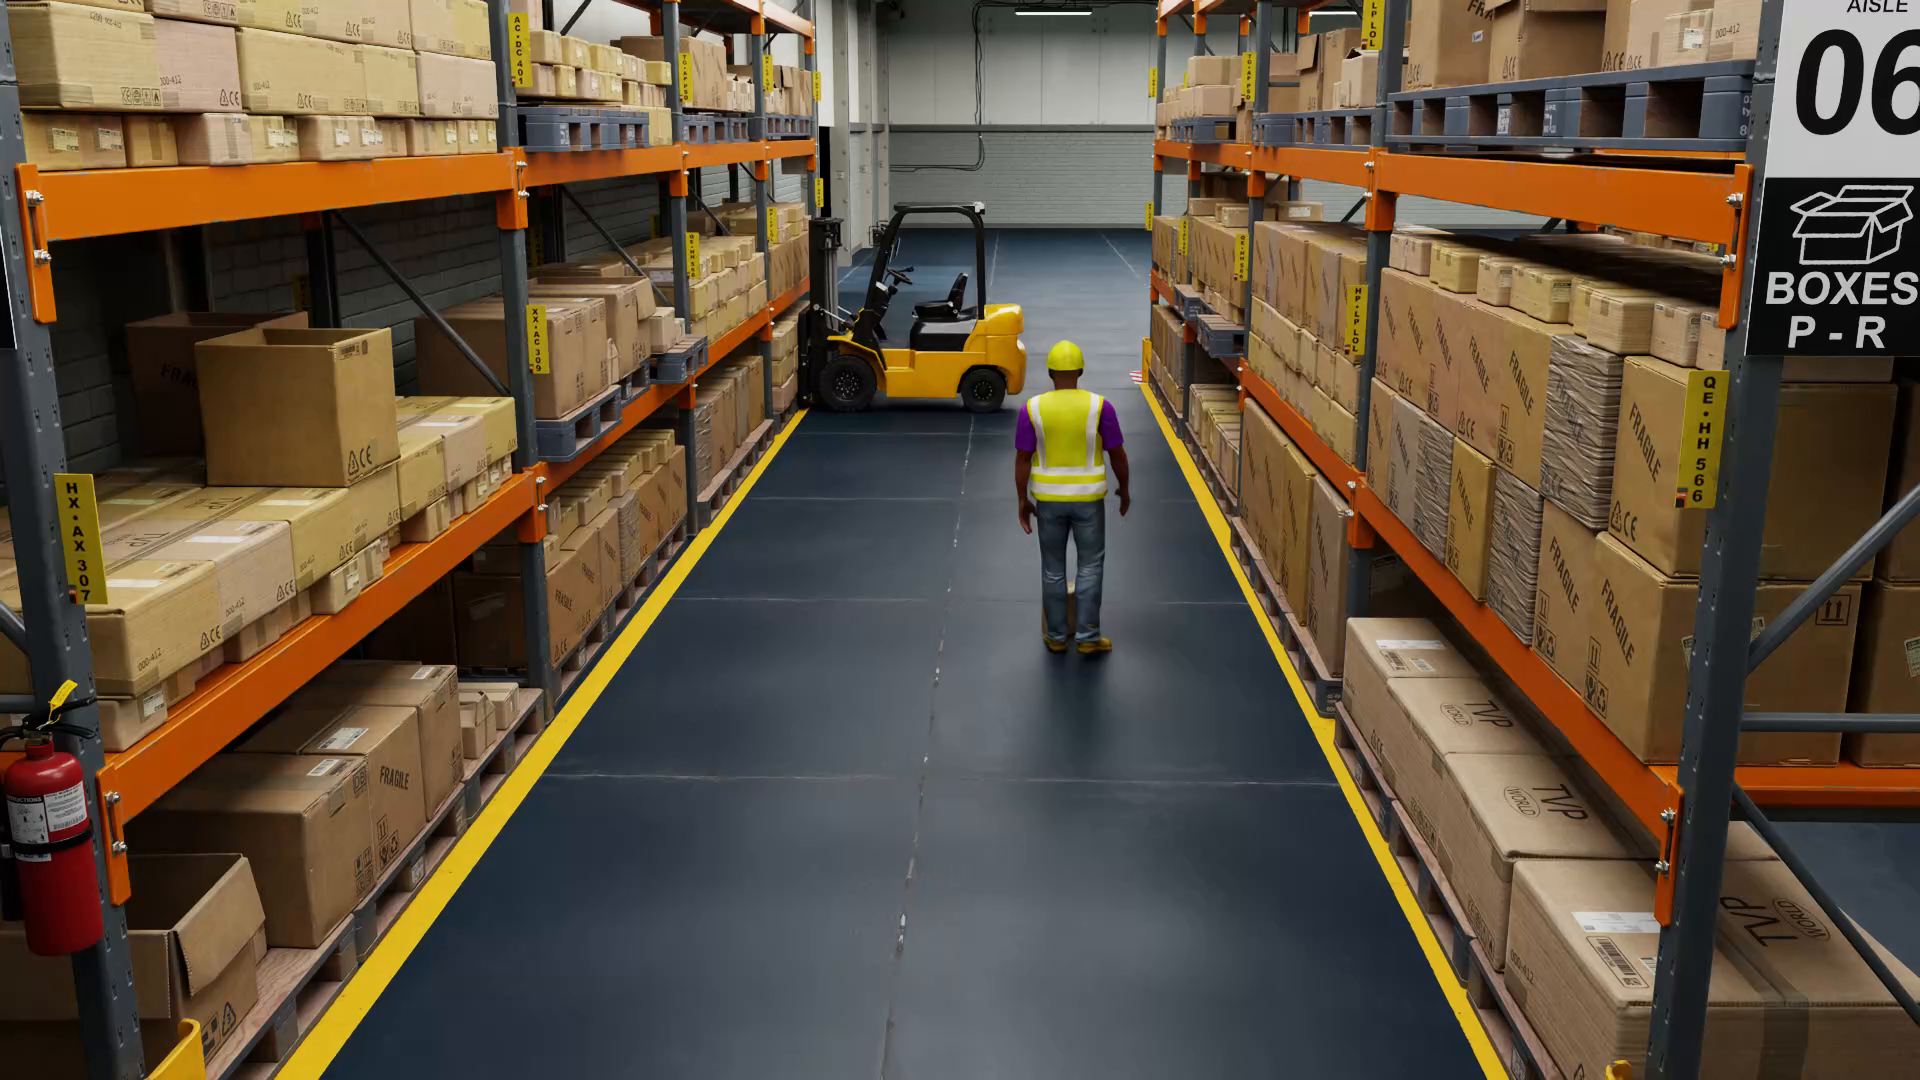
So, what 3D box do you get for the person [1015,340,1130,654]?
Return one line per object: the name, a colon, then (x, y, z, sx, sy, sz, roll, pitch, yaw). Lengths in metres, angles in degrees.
person: (0.633, -0.239, 9.335, 0.635, 1.780, 0.436, 2, 14, 7)
